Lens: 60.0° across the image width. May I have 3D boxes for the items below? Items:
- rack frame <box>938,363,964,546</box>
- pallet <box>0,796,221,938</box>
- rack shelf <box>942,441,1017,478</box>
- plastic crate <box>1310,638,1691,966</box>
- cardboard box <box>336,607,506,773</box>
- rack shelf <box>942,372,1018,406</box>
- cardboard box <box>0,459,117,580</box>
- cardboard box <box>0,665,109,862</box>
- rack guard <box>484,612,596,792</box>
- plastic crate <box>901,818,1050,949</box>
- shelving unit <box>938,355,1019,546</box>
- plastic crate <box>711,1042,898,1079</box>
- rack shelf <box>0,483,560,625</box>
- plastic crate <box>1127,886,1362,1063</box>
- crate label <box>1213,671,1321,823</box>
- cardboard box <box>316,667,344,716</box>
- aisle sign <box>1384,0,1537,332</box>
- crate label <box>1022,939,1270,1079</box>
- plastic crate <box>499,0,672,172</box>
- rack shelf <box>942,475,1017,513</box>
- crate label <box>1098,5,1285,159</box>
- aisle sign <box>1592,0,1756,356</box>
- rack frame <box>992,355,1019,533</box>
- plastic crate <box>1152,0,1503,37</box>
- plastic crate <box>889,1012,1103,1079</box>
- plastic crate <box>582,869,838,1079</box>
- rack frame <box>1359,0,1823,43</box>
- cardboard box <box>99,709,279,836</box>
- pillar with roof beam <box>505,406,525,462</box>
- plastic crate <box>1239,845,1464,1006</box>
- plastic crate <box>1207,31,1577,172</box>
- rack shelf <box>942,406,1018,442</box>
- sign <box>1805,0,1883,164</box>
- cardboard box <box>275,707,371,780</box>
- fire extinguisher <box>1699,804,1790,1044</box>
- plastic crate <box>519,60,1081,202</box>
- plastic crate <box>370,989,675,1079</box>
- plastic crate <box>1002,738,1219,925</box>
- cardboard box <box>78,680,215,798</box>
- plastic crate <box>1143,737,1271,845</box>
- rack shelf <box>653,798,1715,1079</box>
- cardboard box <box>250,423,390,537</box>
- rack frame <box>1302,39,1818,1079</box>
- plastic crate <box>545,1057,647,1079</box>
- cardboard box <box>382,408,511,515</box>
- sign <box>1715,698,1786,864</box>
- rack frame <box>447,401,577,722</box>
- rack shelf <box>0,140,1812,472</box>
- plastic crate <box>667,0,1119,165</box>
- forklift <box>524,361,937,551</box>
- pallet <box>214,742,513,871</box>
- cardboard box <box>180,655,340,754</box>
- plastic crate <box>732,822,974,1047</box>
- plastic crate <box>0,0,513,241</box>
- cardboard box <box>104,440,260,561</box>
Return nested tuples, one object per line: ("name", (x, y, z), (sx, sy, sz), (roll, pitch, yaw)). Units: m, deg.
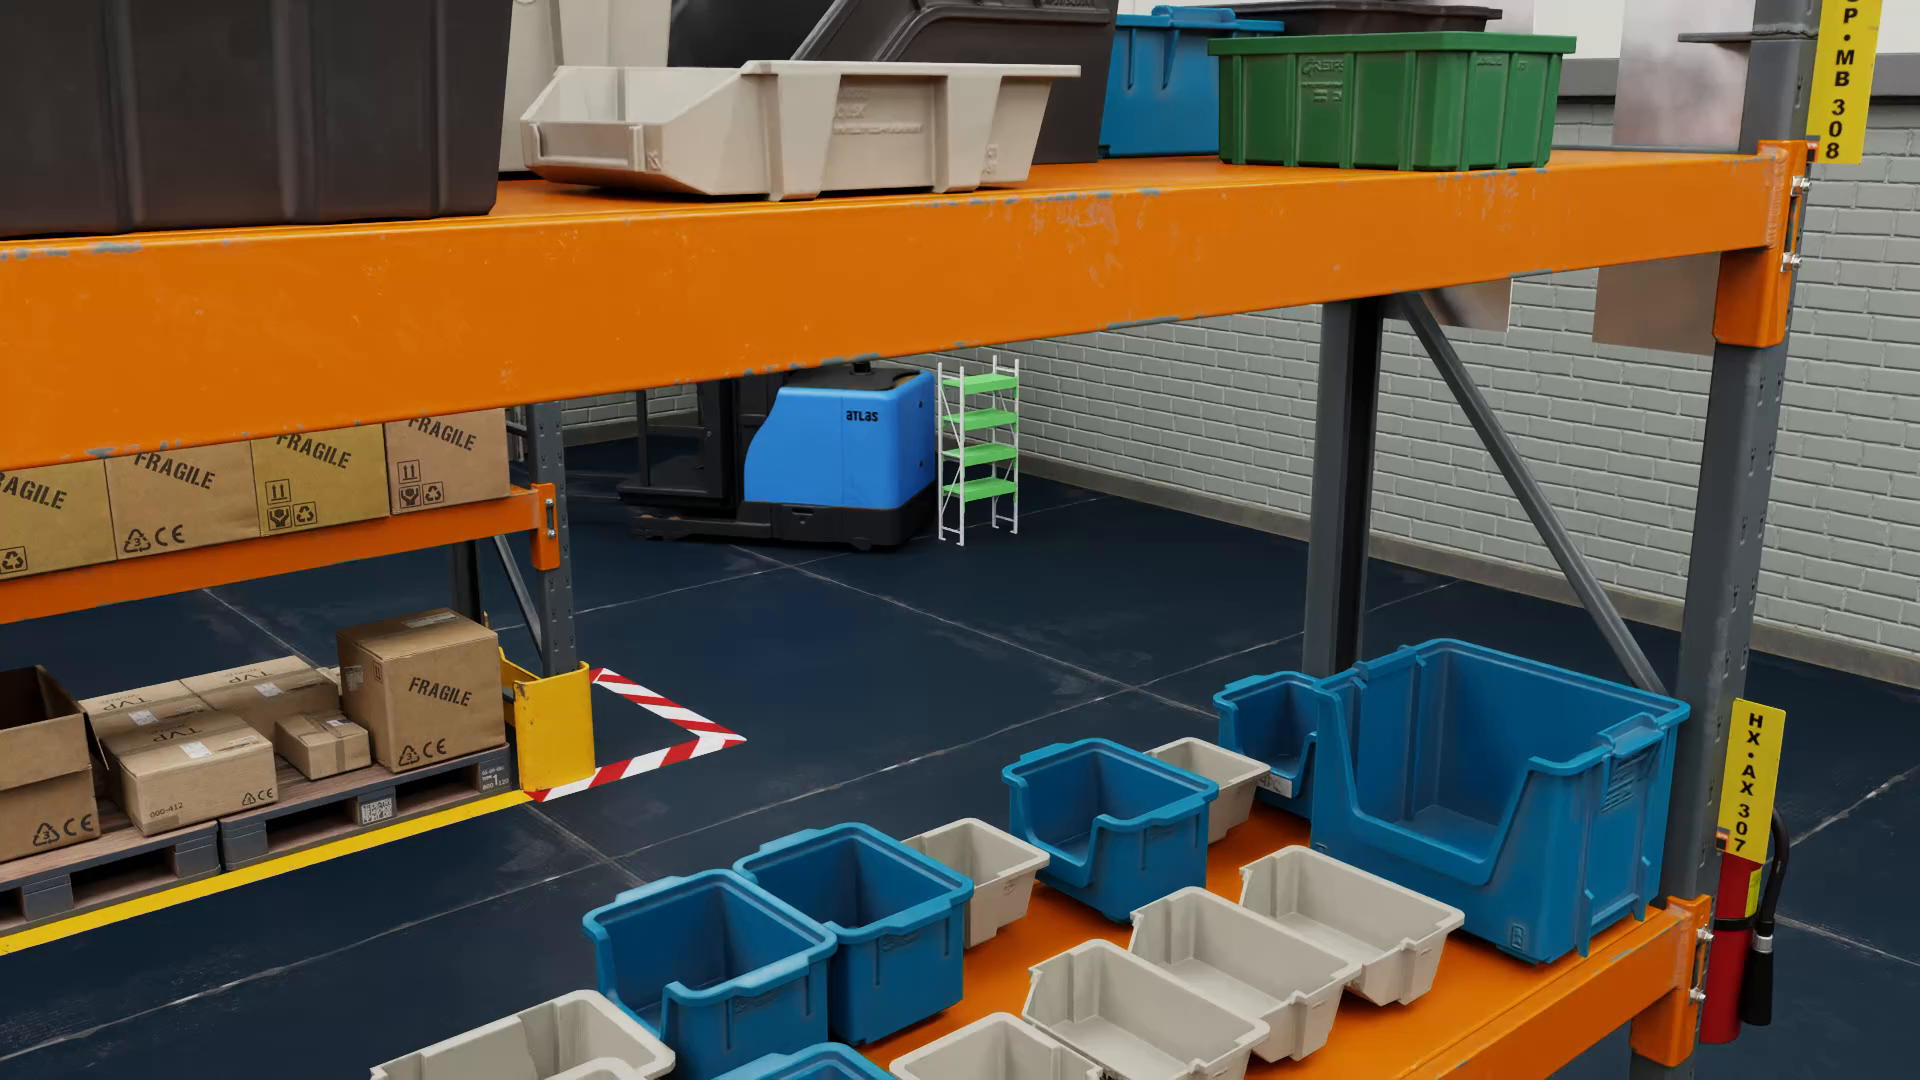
("rack frame", (-0.059, -0.566, 11.045), (0.015, 1.200, 0.240), (-13, 19, -39))
("pallet", (-3.624, 1.192, 6.379), (1.213, 0.211, 1.003), (-13, 19, -39))
("rack shelf", (0.125, -0.546, 11.217), (0.480, 0.148, 0.258), (-13, 19, -39))
("plastic crate", (1.073, 0.503, 3.370), (0.499, 0.435, 0.616), (-13, 19, -39))
("cardboard box", (-2.295, 0.626, 7.085), (0.500, 0.500, 0.500), (-13, 19, -39))
("rack shelf", (0.125, -1.010, 11.093), (0.480, 0.148, 0.258), (-13, 19, -39))
("cardboard box", (-3.355, -0.171, 5.884), (0.500, 0.500, 0.500), (-13, 20, -40))
("cardboard box", (-3.650, 0.843, 6.267), (0.637, 0.503, 0.797), (-13, 19, -39))
("rack guard", (-2.104, 0.712, 7.618), (0.348, 0.500, 1.175), (-13, 19, -39))
("plastic crate", (-0.008, 0.685, 3.267), (0.298, 0.136, 0.250), (-13, 19, -39))
("shelving unit", (0.125, -0.608, 11.200), (0.503, 1.200, 0.258), (-13, 19, -39))
("plastic crate", (-0.178, 0.906, 2.255), (0.300, 0.233, 0.416), (-13, 19, -39))
("rack shelf", (-3.555, 0.177, 6.168), (4.000, 0.370, 1.077), (-13, 19, -39))
("plastic crate", (0.478, 0.774, 2.935), (0.243, 0.136, 0.396), (-13, 19, -39))
("crate label", (0.800, 0.486, 3.828), (0.303, 0.233, 0.416), (-13, 19, -39))
("cardboard box", (-2.776, 0.694, 7.478), (0.250, 0.166, 0.380), (-13, 19, -39))
("aisle sign", (1.062, -0.870, 3.657), (0.004, 0.787, 0.394), (-13, 19, -39))
("crate label", (0.284, 0.826, 2.740), (0.243, 0.136, 0.396), (-13, 19, -39))
("plastic crate", (-0.672, -0.621, 2.178), (0.530, 0.282, 0.437), (-13, 19, -39))
("rack shelf", (0.125, -0.314, 11.279), (0.480, 0.148, 0.258), (-13, 19, -39))
("crate label", (0.294, -0.828, 3.013), (0.502, 0.251, 0.408), (-13, 19, -39))
("aisle sign", (1.449, -0.755, 3.227), (0.004, 0.787, 0.394), (-13, 19, -39))
("rack frame", (0.309, -0.649, 11.355), (0.015, 1.200, 0.240), (-13, 19, -39))
("plastic crate", (0.729, -0.919, 3.319), (0.590, 0.269, 0.497), (-13, 19, -39))
("plastic crate", (0.073, 0.880, 2.539), (0.250, 0.136, 0.298), (-13, 19, -39))
("plastic crate", (-0.419, 0.759, 2.802), (0.300, 0.233, 0.416), (-13, 19, -39))
("rack frame", (1.203, -2.442, 2.956), (0.127, 3.000, 1.000), (-13, 19, -39))
("cardboard box", (-3.031, 0.902, 6.536), (0.500, 0.250, 0.500), (-13, 19, -39))
("pillar with roof beam", (-1.006, -4.159, 9.382), (0.400, 9.000, 9.100), (-13, 19, -39))
("plastic crate", (0.706, 0.728, 3.108), (0.243, 0.136, 0.396), (-13, 19, -39))
("plastic crate", (0.646, -0.668, 2.537), (0.336, 0.188, 0.450), (-13, 19, -39))
("rack shelf", (0.125, -0.778, 11.155), (0.480, 0.148, 0.258), (-13, 19, -39))
("sign", (1.576, -0.838, 2.966), (0.005, 0.325, 0.100), (-13, 19, -39))
("cardboard box", (-2.659, 0.838, 6.936), (0.250, 0.166, 0.380), (-13, 19, -39))
("fire extinguisher", (1.615, 0.736, 3.553), (0.183, 0.674, 0.296), (-13, 19, -39))
("plastic crate", (-0.193, -0.468, 1.886), (0.530, 0.136, 0.437), (-13, 19, -39))
("plastic crate", (-0.699, 0.878, 2.544), (0.466, 0.136, 0.293), (-13, 19, -39))
("plastic crate", (0.304, 0.597, 3.410), (0.300, 0.233, 0.416), (-13, 19, -39))
("cardboard box", (-3.397, 0.813, 6.869), (0.500, 0.250, 0.500), (-13, 19, -39))
("plastic crate", (0.504, 0.570, 3.697), (0.298, 0.136, 0.250), (-13, 19, -39))
("rack shelf", (-0.306, 1.142, 2.555), (4.000, 0.370, 1.077), (-13, 19, -39))
("cardboard box", (-2.594, -0.340, 6.516), (0.500, 0.500, 0.500), (-12, 19, -39))
("rack frame", (1.203, 0.456, 3.731), (0.127, 3.000, 1.000), (-13, 19, -39))
("plastic crate", (-0.542, 0.939, 2.036), (0.530, 0.282, 0.437), (-13, 19, -39))
("cardboard box", (-2.205, -0.428, 6.848), (0.500, 0.500, 0.500), (-12, 19, -38))
("sign", (1.576, 0.481, 3.319), (0.005, 0.325, 0.100), (-13, 19, -39))
("rack frame", (-2.046, -0.509, 7.343), (0.127, 3.000, 1.000), (-13, 19, -39))
("rack shelf", (-0.306, -0.307, 2.168), (4.000, 0.370, 1.077), (-13, 19, -39))
("plastic crate", (-0.130, -0.758, 2.583), (0.767, 0.338, 0.504), (-13, 19, -39))
("forklift", (-1.736, -1.535, 11.316), (3.031, 2.935, 1.130), (4, 15, 14))
("pallet", (-2.704, 0.986, 7.149), (1.213, 0.211, 1.003), (-13, 19, -39))
("cardboard box", (-3.020, 0.728, 7.186), (0.500, 0.250, 0.500), (-13, 19, -39))
("plastic crate", (-0.193, 0.709, 2.993), (0.300, 0.233, 0.416), (-13, 19, -39))
("plastic crate", (-0.698, -0.410, 1.412), (0.590, 0.269, 0.497), (-13, 19, -39))
("cardboard box", (-2.974, -0.256, 6.204), (0.500, 0.500, 0.500), (-12, 19, -39))
